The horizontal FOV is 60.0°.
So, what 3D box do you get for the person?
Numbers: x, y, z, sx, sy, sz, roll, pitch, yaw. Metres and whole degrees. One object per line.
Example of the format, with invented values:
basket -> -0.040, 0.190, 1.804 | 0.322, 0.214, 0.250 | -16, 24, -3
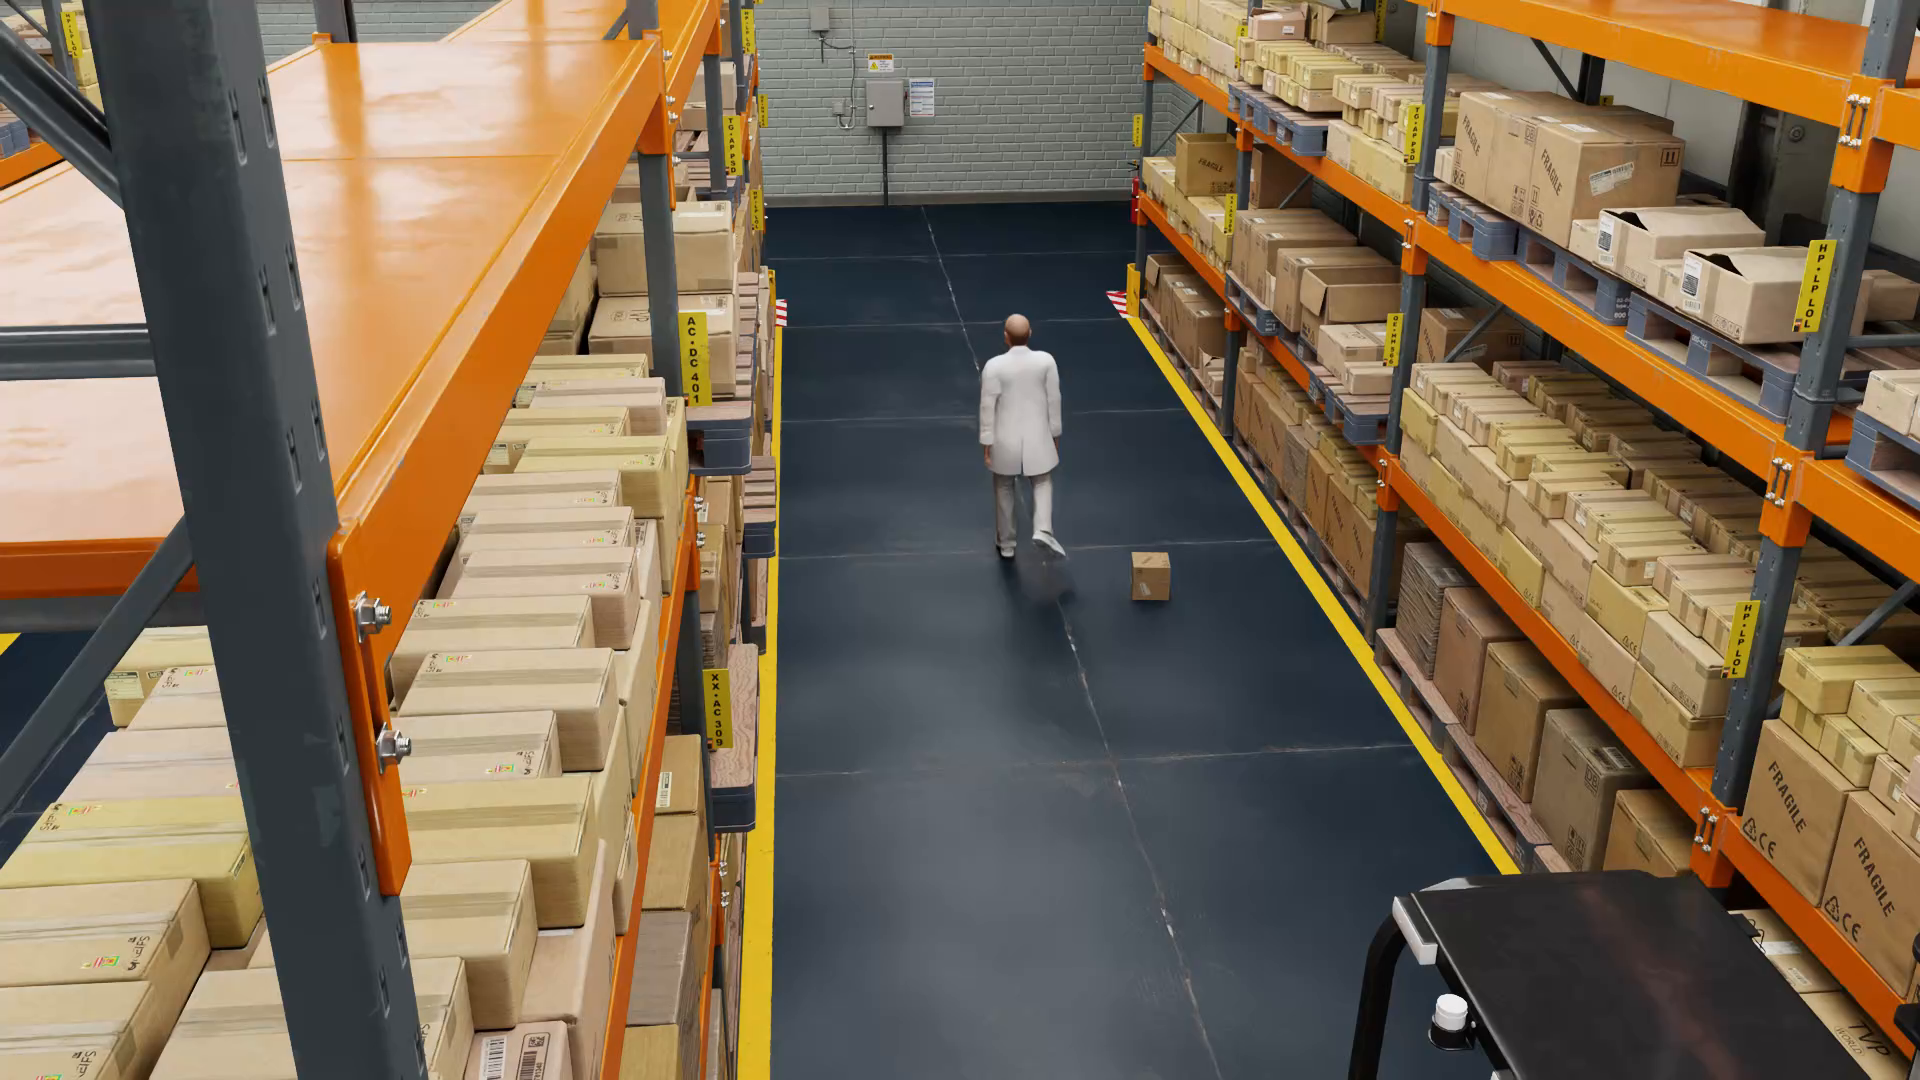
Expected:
person -> 0.437, -0.685, 11.636 | 0.597, 1.772, 0.774 | -3, 24, -7
